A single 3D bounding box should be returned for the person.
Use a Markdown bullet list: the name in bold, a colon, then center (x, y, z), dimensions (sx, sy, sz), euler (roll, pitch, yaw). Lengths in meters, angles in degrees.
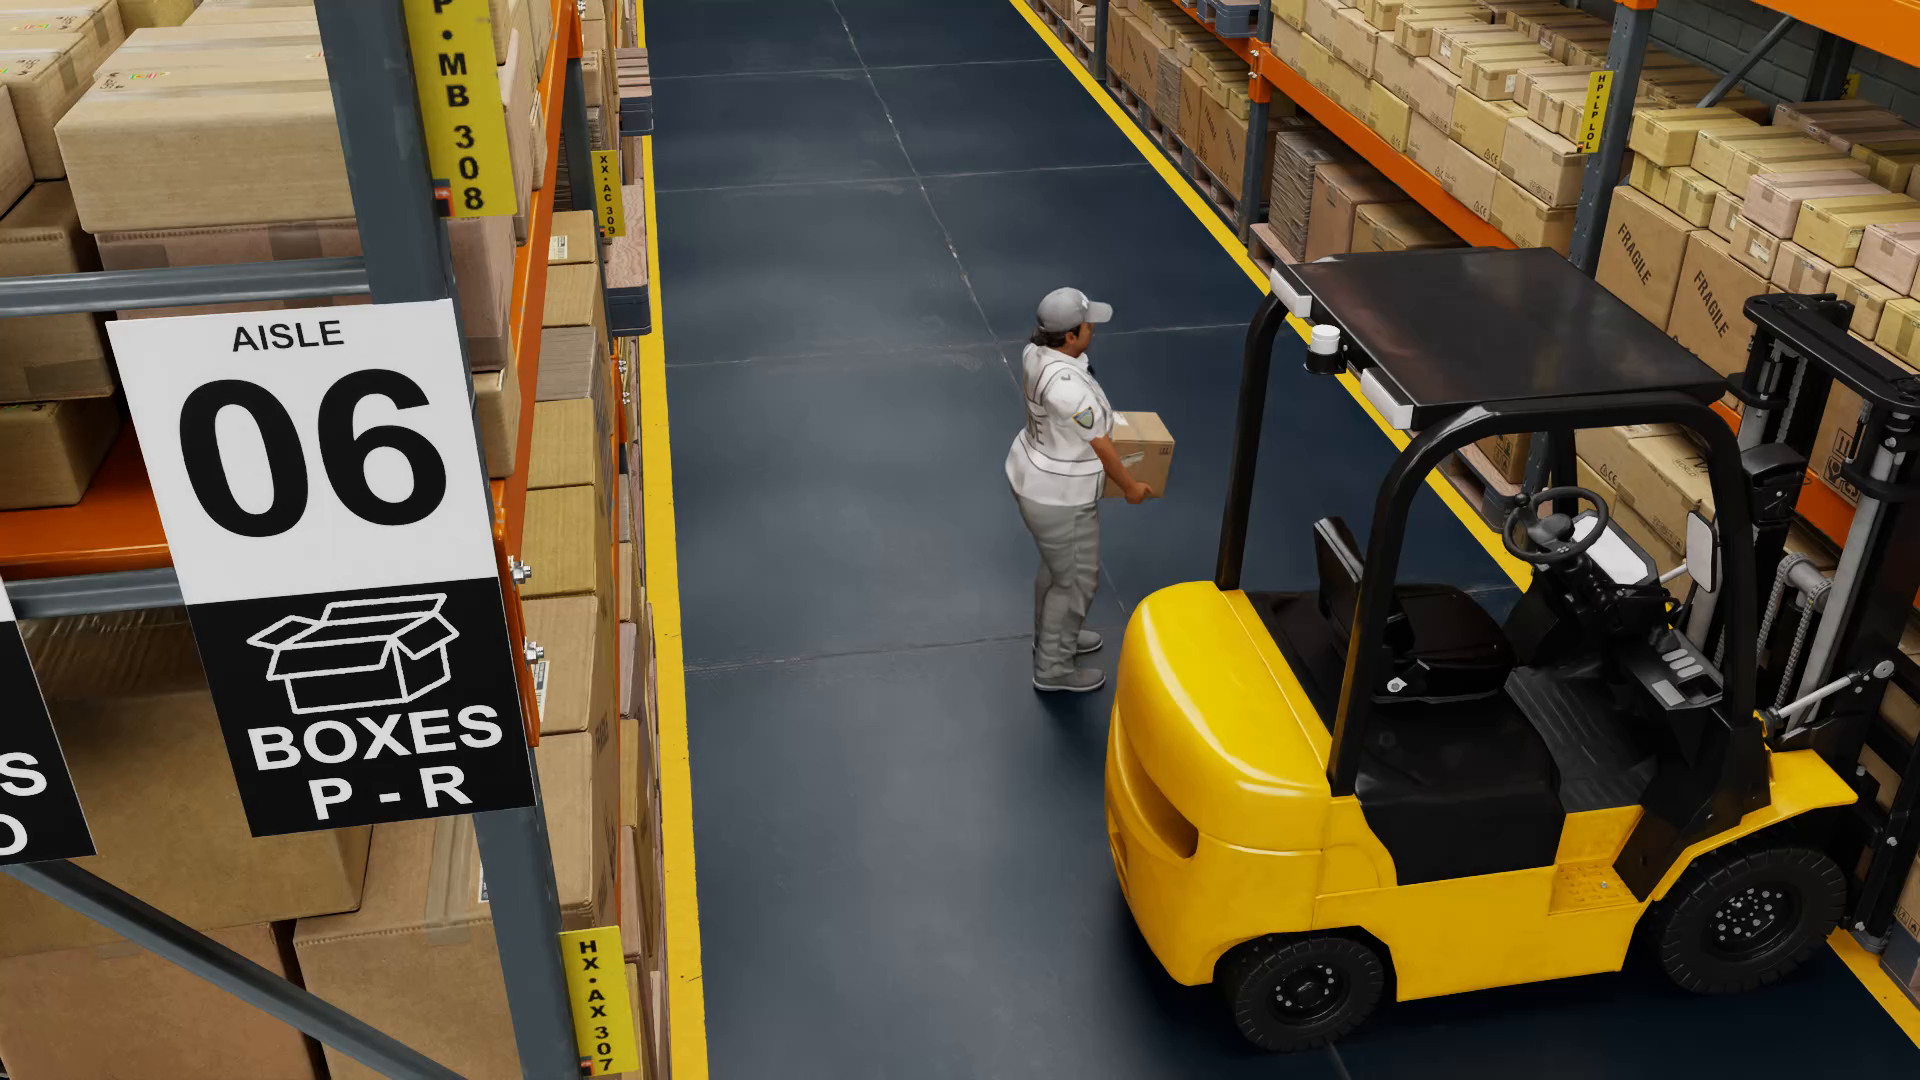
- **person**: center (0.456, -0.199, 6.472), dimensions (0.540, 1.663, 0.452), euler (-5, 31, -9)
